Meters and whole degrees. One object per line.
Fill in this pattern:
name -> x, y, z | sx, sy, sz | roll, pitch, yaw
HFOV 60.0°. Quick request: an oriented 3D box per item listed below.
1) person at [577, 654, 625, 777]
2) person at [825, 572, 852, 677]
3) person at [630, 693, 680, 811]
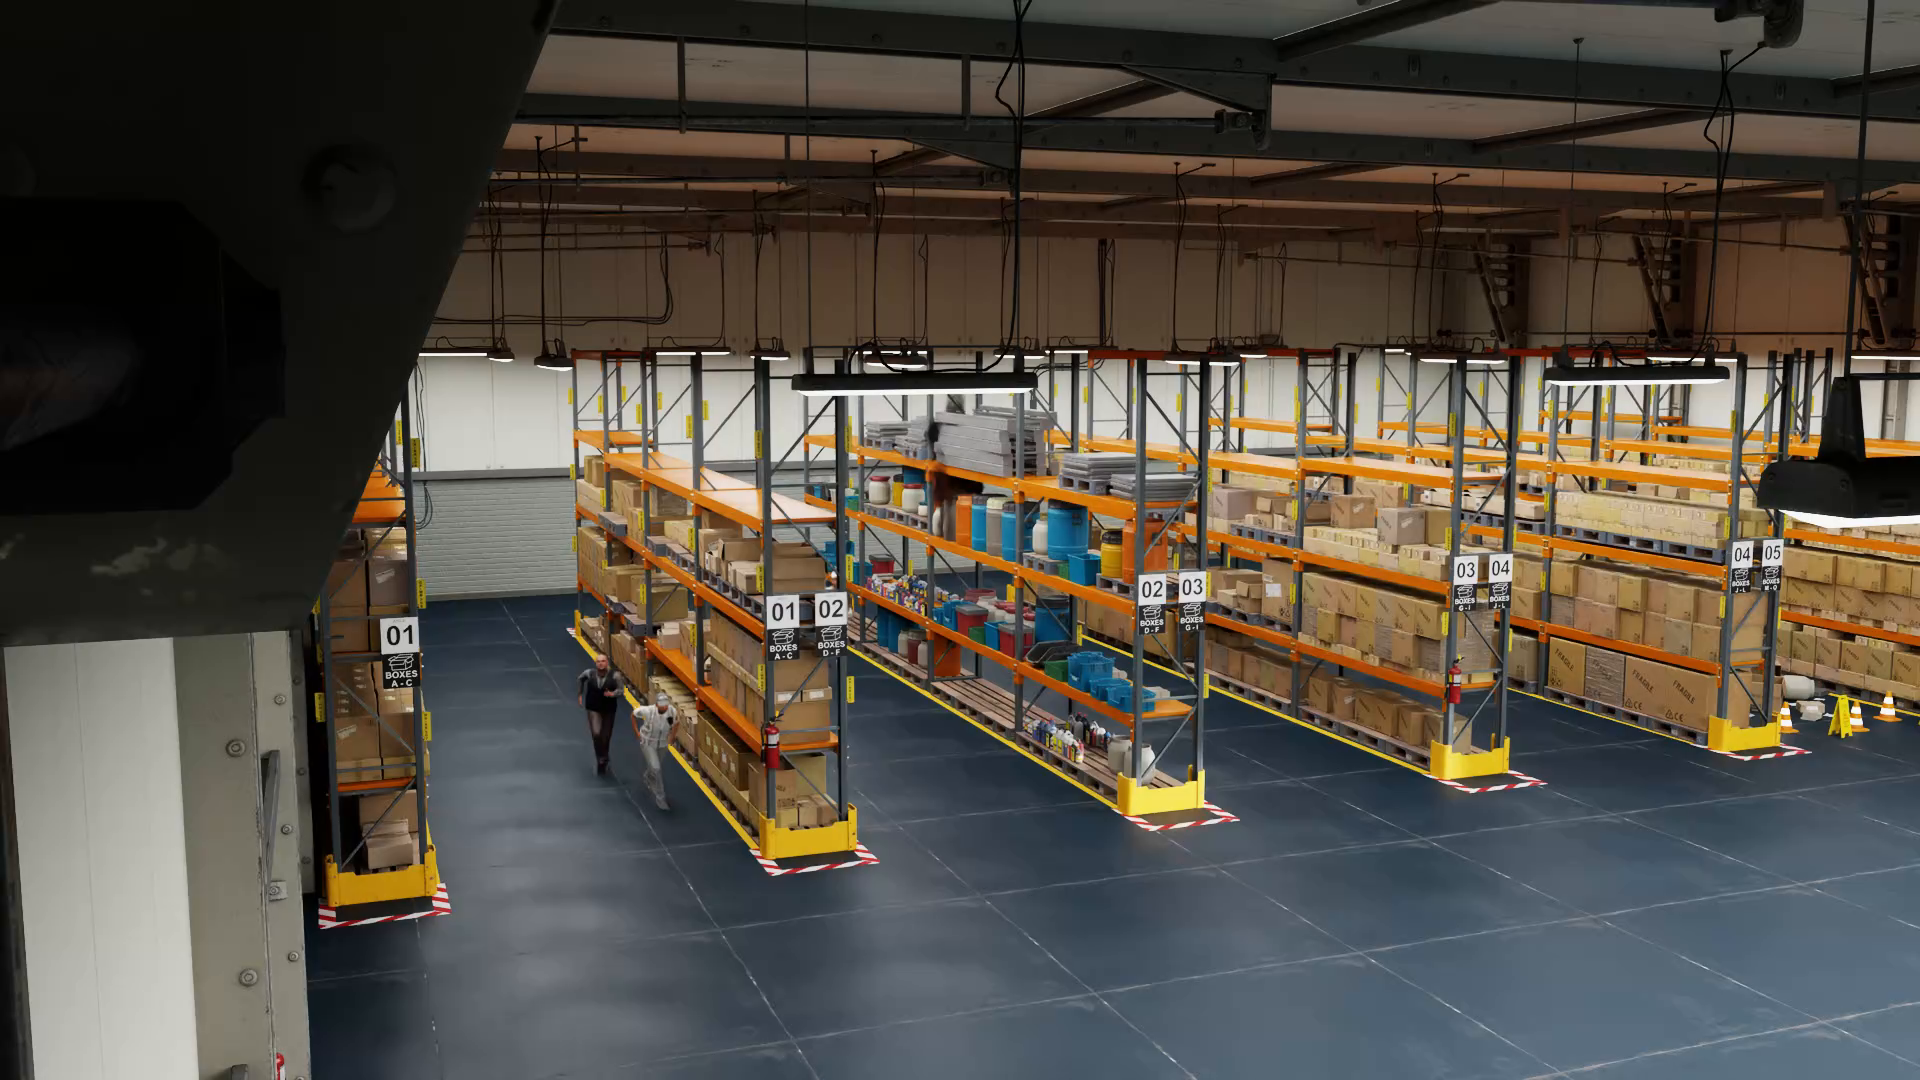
person -> -5.191, 2.500, 24.095 | 0.679, 1.762, 0.850 | -1, 7, -11
person -> -2.226, 1.473, 29.814 | 0.680, 1.849, 0.809 | -4, 8, -27
person -> -4.126, 2.798, 22.427 | 0.648, 1.628, 1.036 | -4, 8, -28
